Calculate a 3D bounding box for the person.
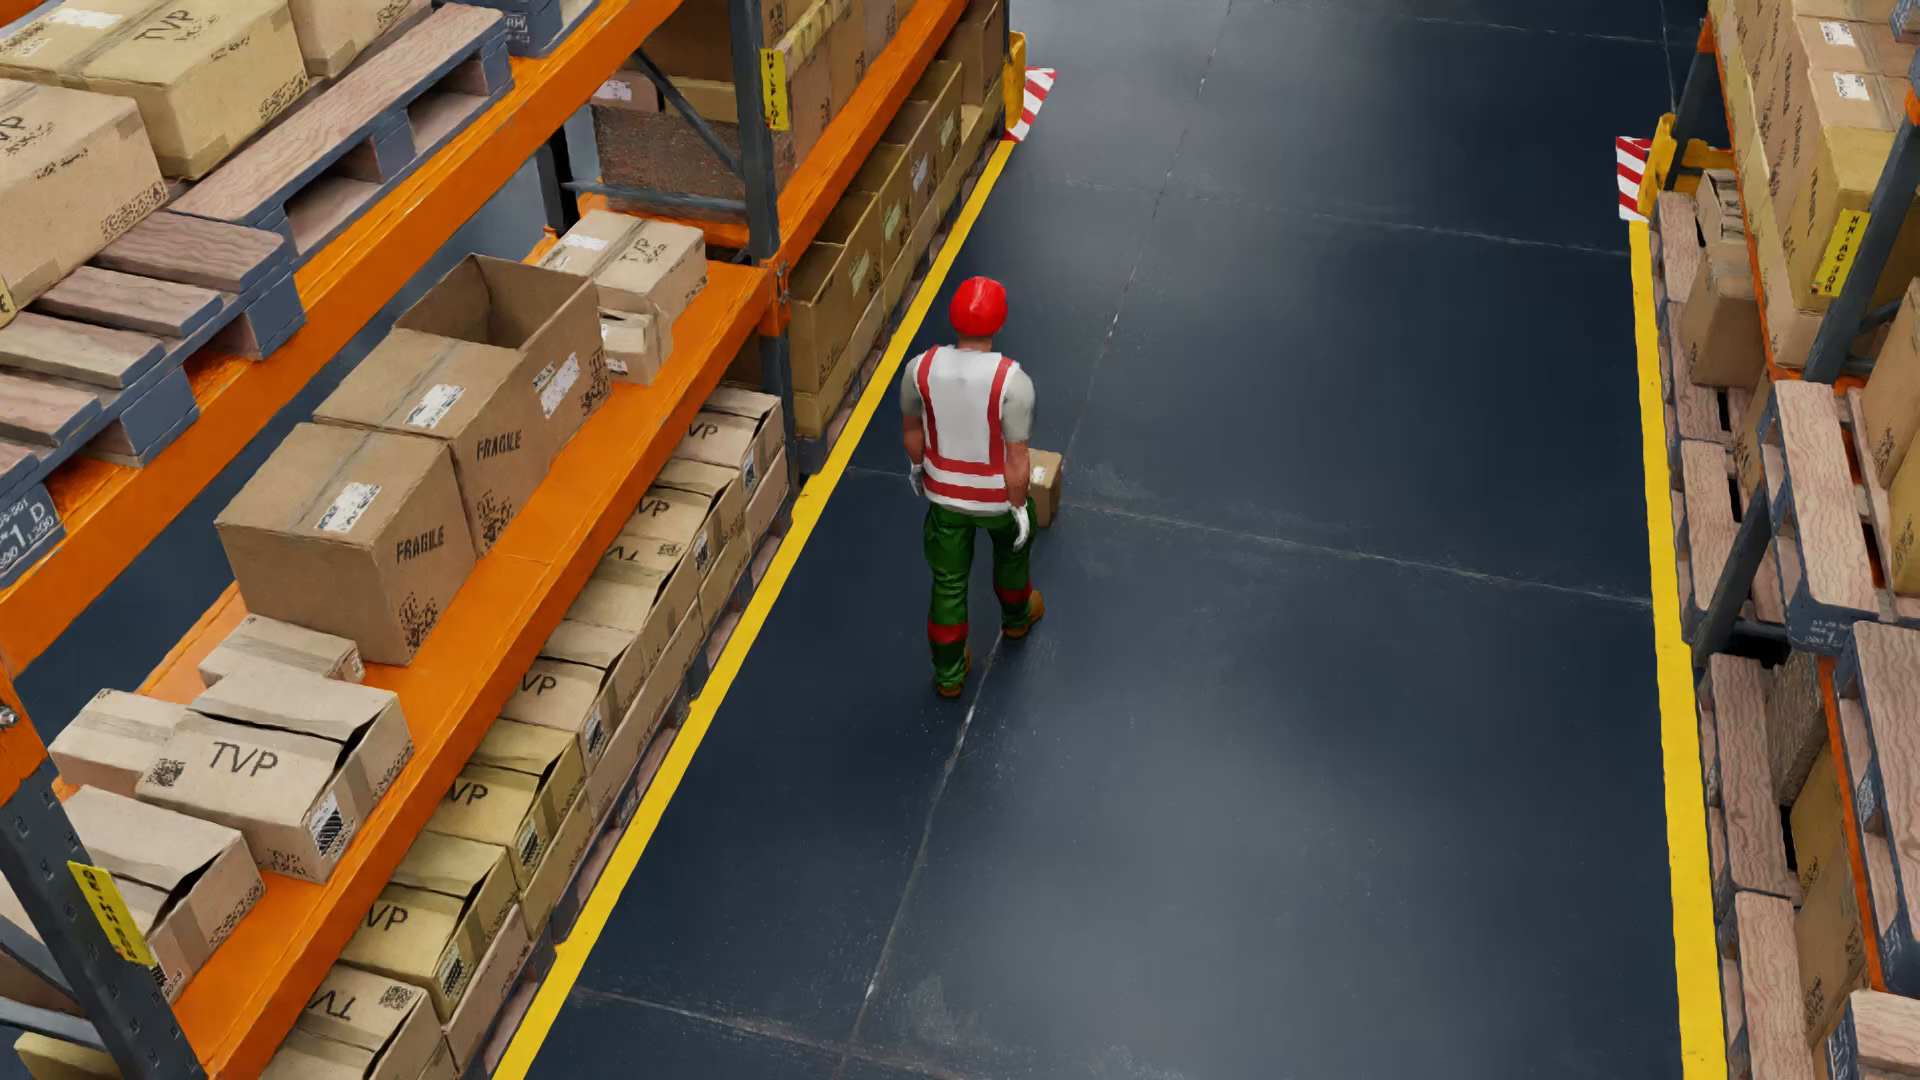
[{"bbox_3d":[0.049,-0.243,6.406,0.535,1.776,0.700,9,42,11],"label":"person"}]
